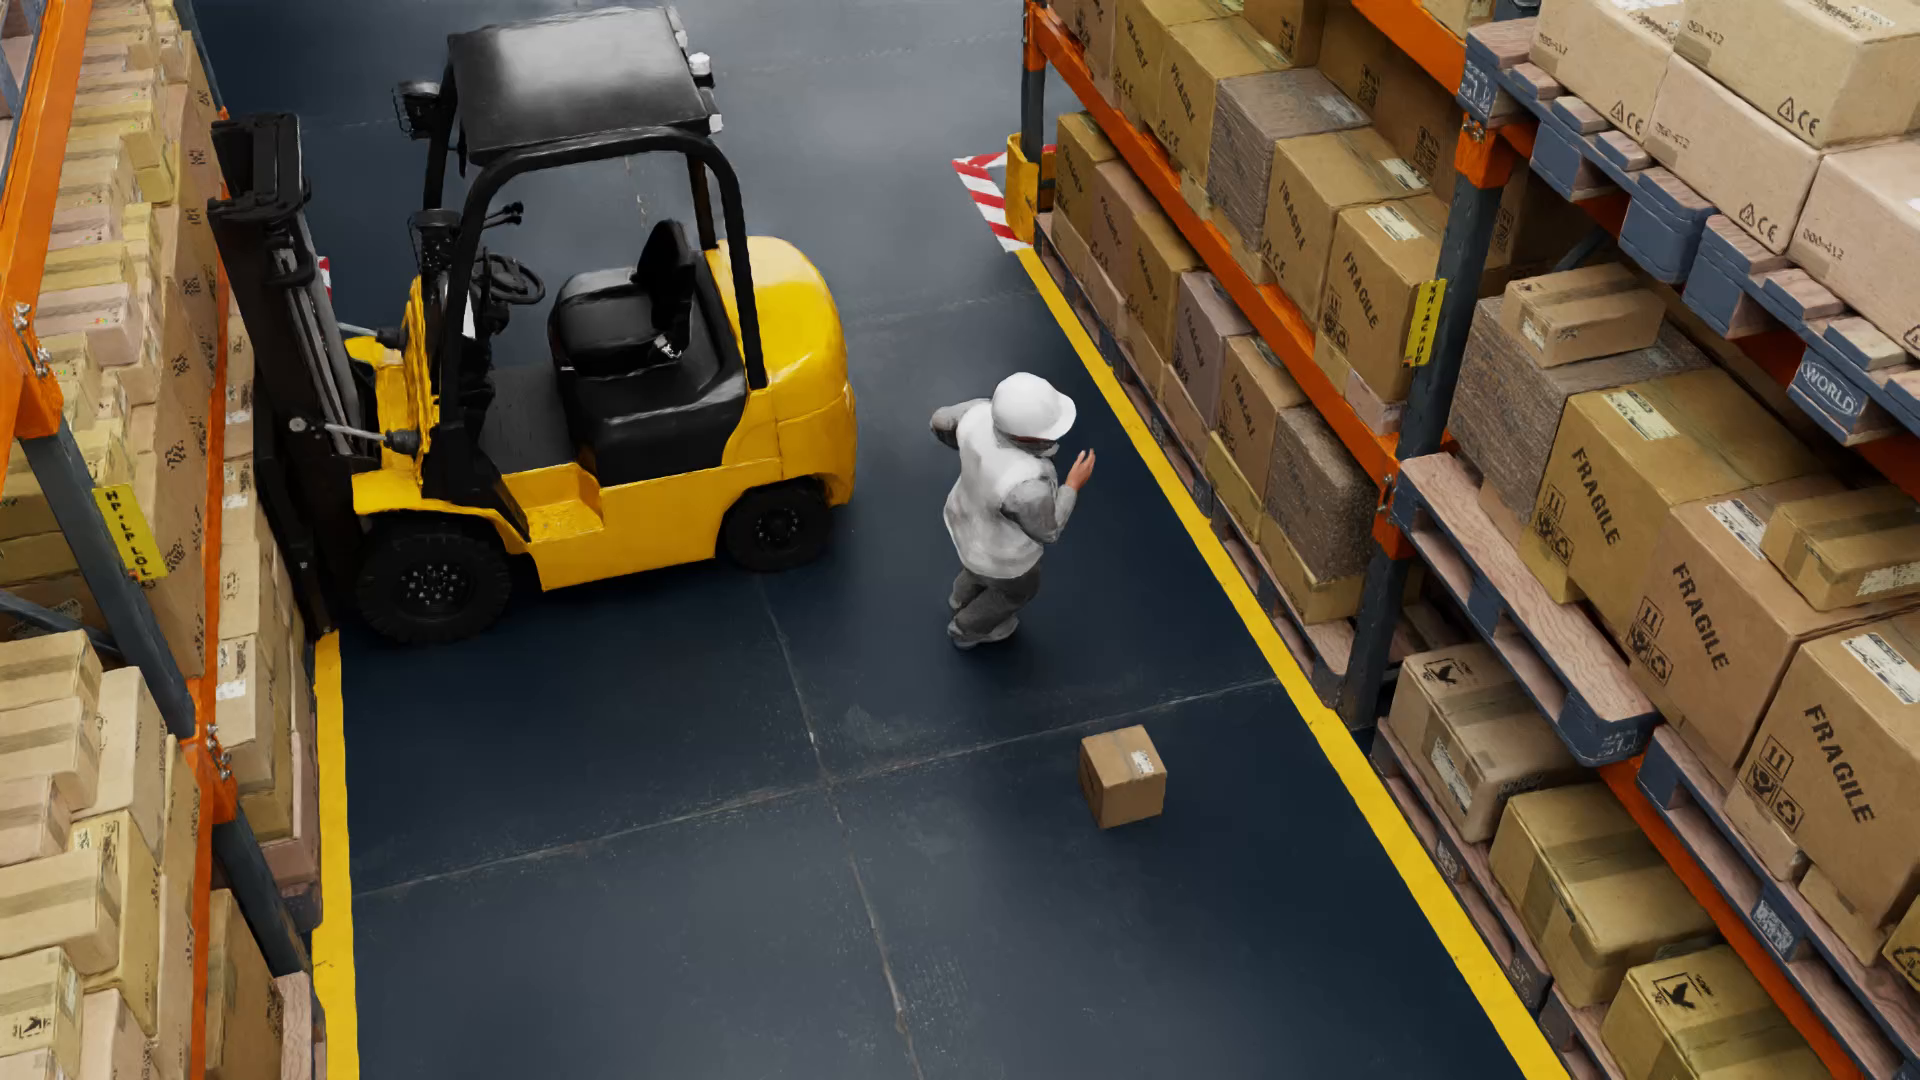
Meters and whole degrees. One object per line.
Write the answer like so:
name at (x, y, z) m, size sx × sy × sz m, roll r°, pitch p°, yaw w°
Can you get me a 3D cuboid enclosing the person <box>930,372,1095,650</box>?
person at (0.198, -0.119, 6.385) m, size 0.567 × 1.688 × 0.905 m, roll -16°, pitch 44°, yaw -17°
